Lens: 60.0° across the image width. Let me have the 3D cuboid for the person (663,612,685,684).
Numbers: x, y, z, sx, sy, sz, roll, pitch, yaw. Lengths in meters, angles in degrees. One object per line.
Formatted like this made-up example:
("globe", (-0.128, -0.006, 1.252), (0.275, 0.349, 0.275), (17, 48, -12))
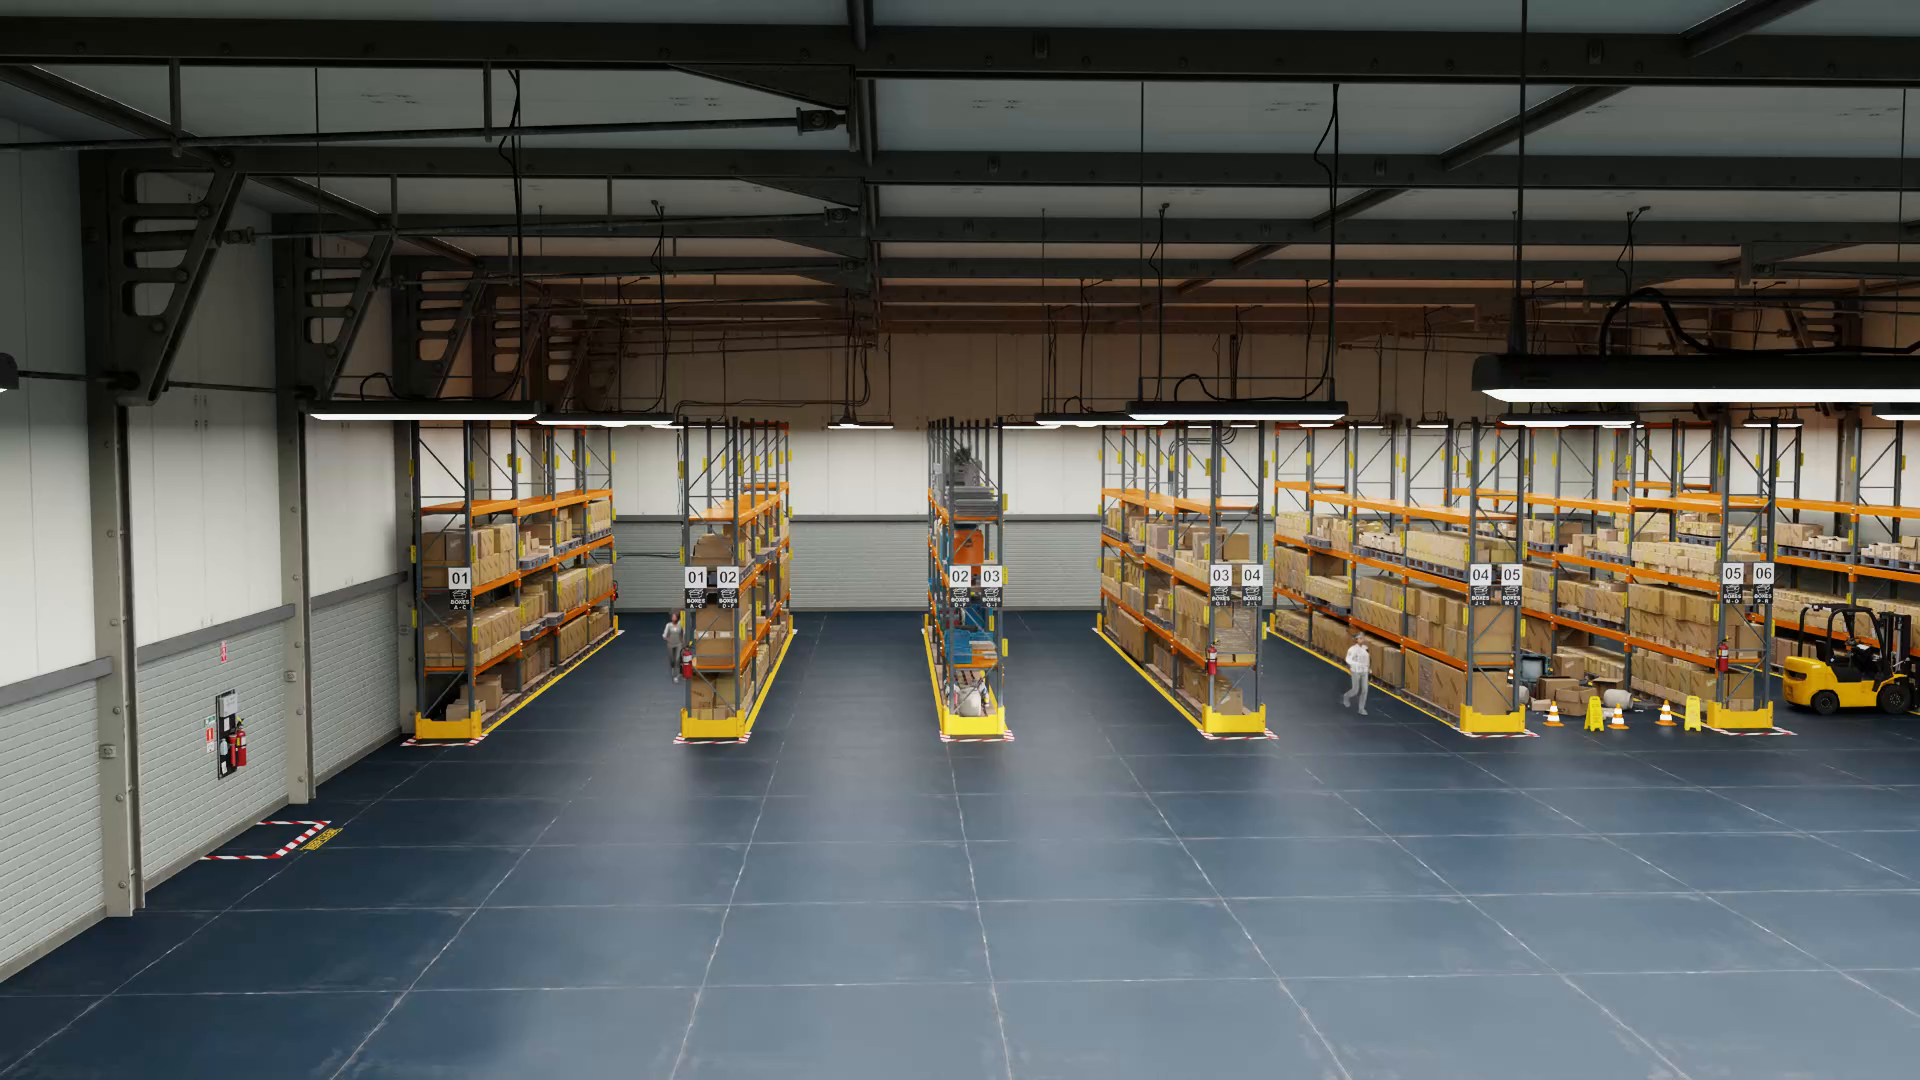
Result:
("person", (-6.526, 2.447, 38.072), (0.539, 1.591, 0.831), (-1, 4, -10))

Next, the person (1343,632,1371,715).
("person", (8.087, 2.680, 33.783), (0.620, 1.669, 0.738), (-1, 4, -20))
